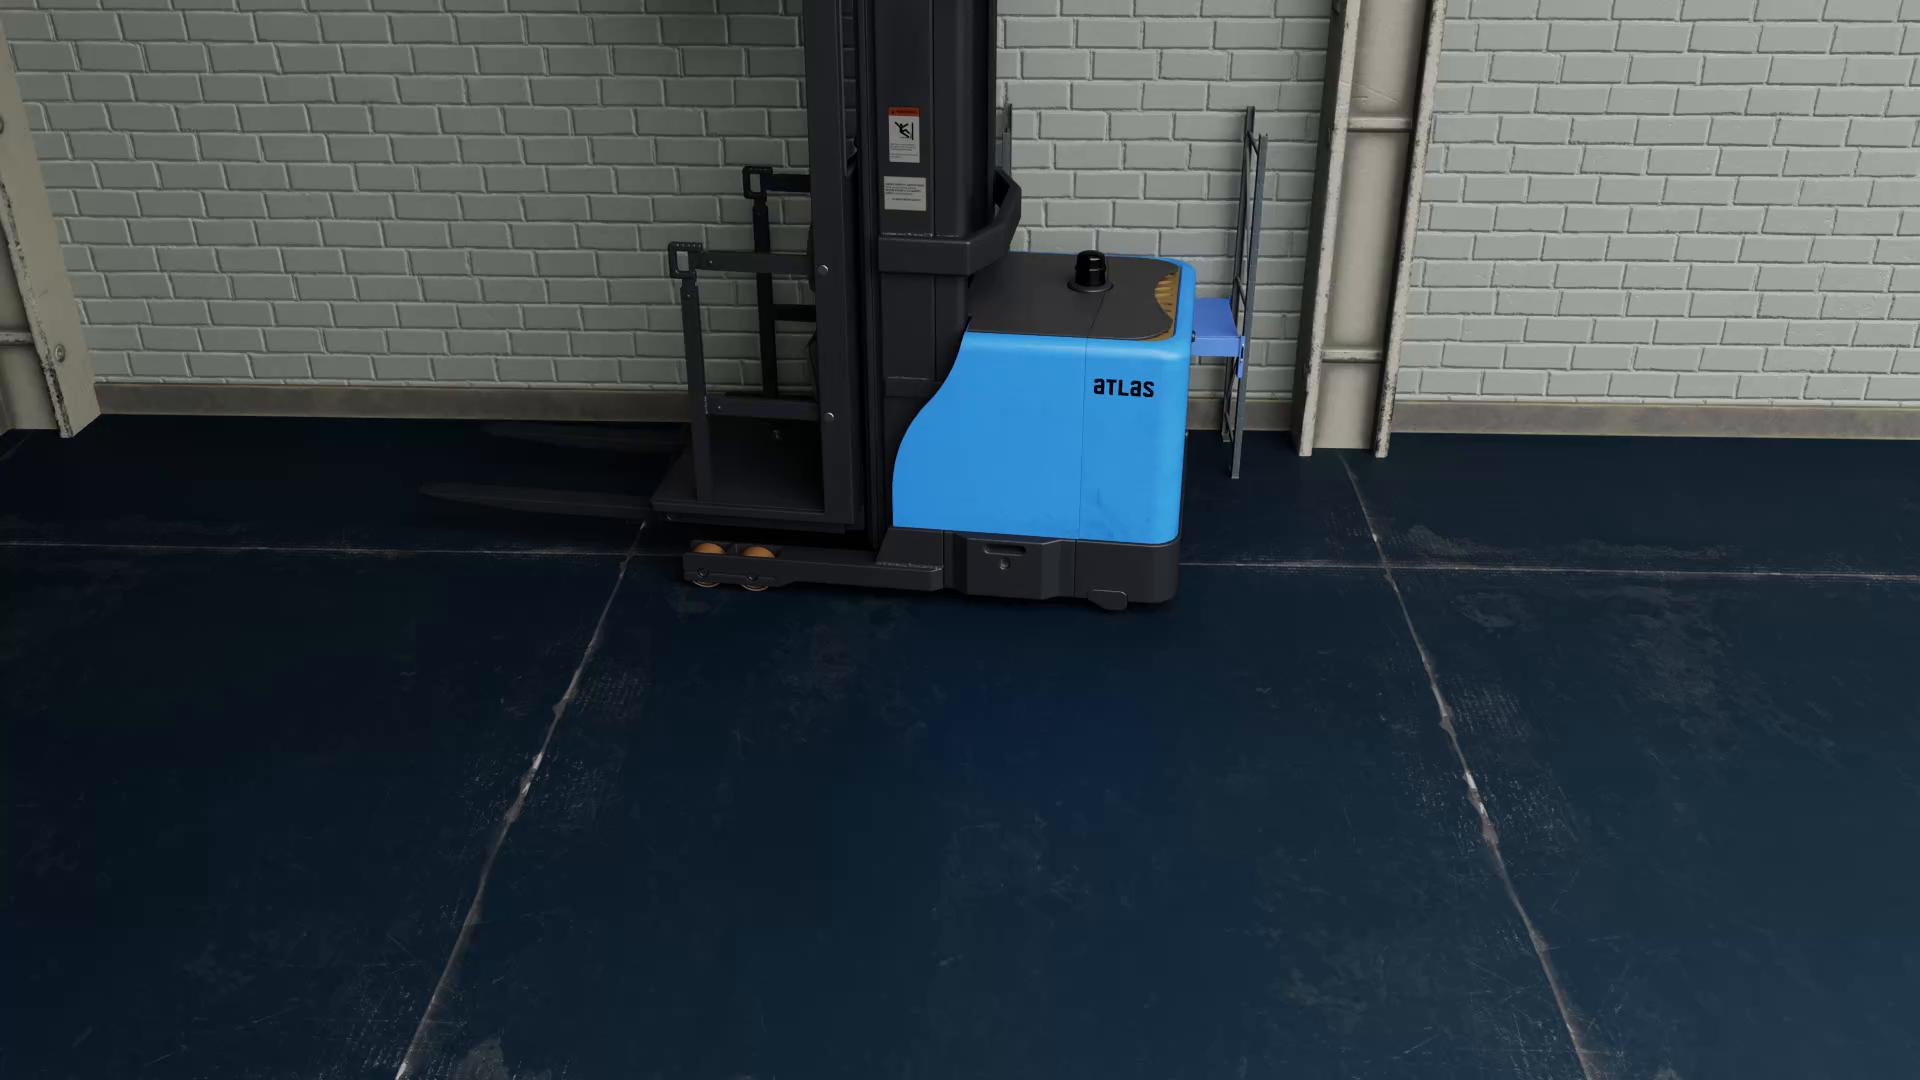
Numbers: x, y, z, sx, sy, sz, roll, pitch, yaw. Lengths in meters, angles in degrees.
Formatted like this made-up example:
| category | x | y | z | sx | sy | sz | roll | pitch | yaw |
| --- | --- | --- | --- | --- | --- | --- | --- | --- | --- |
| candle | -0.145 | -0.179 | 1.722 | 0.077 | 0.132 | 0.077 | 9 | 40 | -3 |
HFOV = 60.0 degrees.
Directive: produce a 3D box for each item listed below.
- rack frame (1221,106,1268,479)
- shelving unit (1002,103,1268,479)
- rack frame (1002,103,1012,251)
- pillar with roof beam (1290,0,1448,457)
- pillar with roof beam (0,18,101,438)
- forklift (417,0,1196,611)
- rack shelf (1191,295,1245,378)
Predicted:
| category | x | y | z | sx | sy | sz | roll | pitch | yaw |
| --- | --- | --- | --- | --- | --- | --- | --- | --- | --- |
| rack frame | 1.210 | -1.045 | 7.119 | 0.032 | 1.500 | 0.500 | 1 | 28 | 2 |
| shelving unit | 0.702 | -1.056 | 7.140 | 1.048 | 1.500 | 0.538 | 1 | 28 | 2 |
| rack frame | 0.195 | -1.066 | 7.160 | 0.032 | 1.500 | 0.500 | 1 | 28 | 2 |
| pillar with roof beam | 1.571 | -2.408 | 1.684 | 0.400 | 9.000 | 9.100 | 1 | 28 | 2 |
| pillar with roof beam | -4.426 | -2.507 | 1.871 | 0.400 | 9.000 | 9.100 | 1 | 28 | 2 |
| forklift | -0.622 | -1.339 | 6.146 | 3.031 | 2.935 | 1.130 | 4 | 28 | 8 |
| rack shelf | 0.702 | -0.897 | 7.224 | 1.000 | 0.185 | 0.538 | 1 | 28 | 2 |
